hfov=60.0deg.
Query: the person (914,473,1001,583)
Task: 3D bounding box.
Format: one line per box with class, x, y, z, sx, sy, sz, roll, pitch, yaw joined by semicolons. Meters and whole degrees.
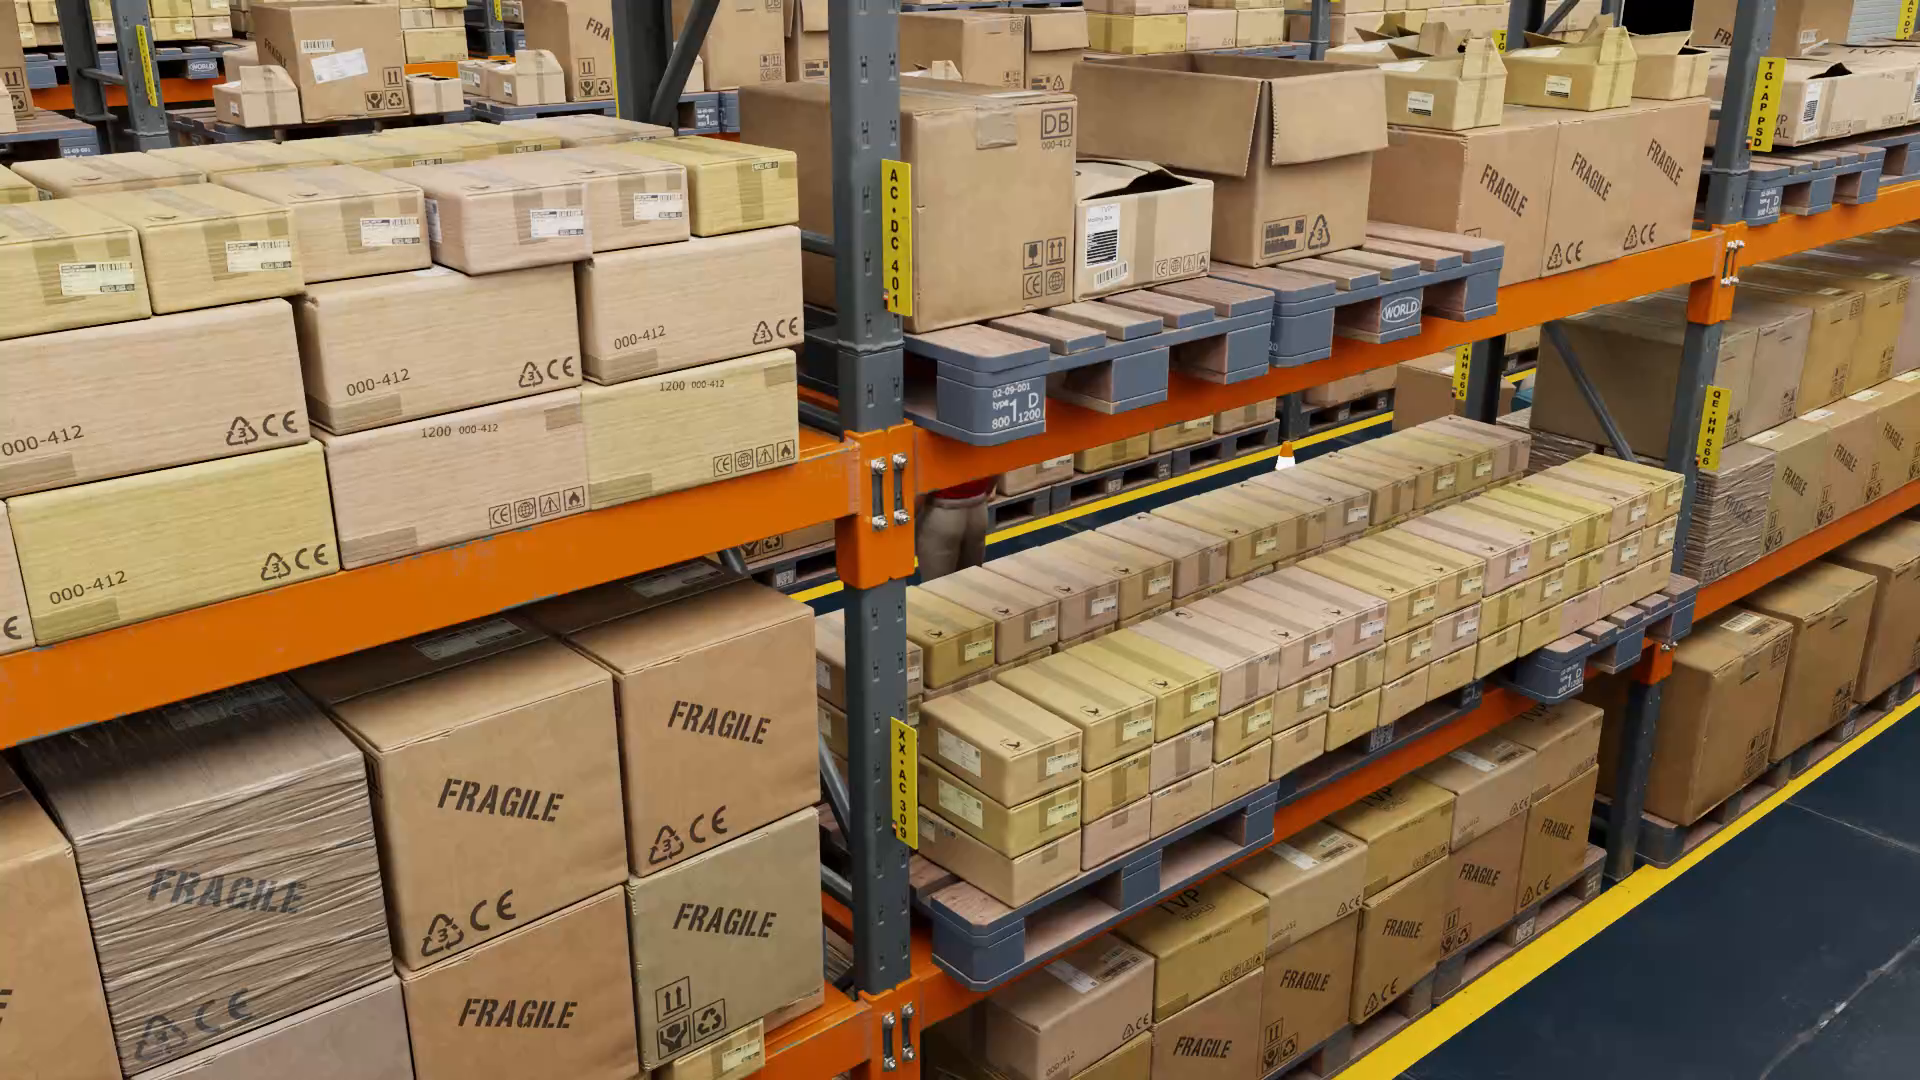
person;-0.099;-0.142;8.953;0.635;1.727;0.551;-17;27;-37
